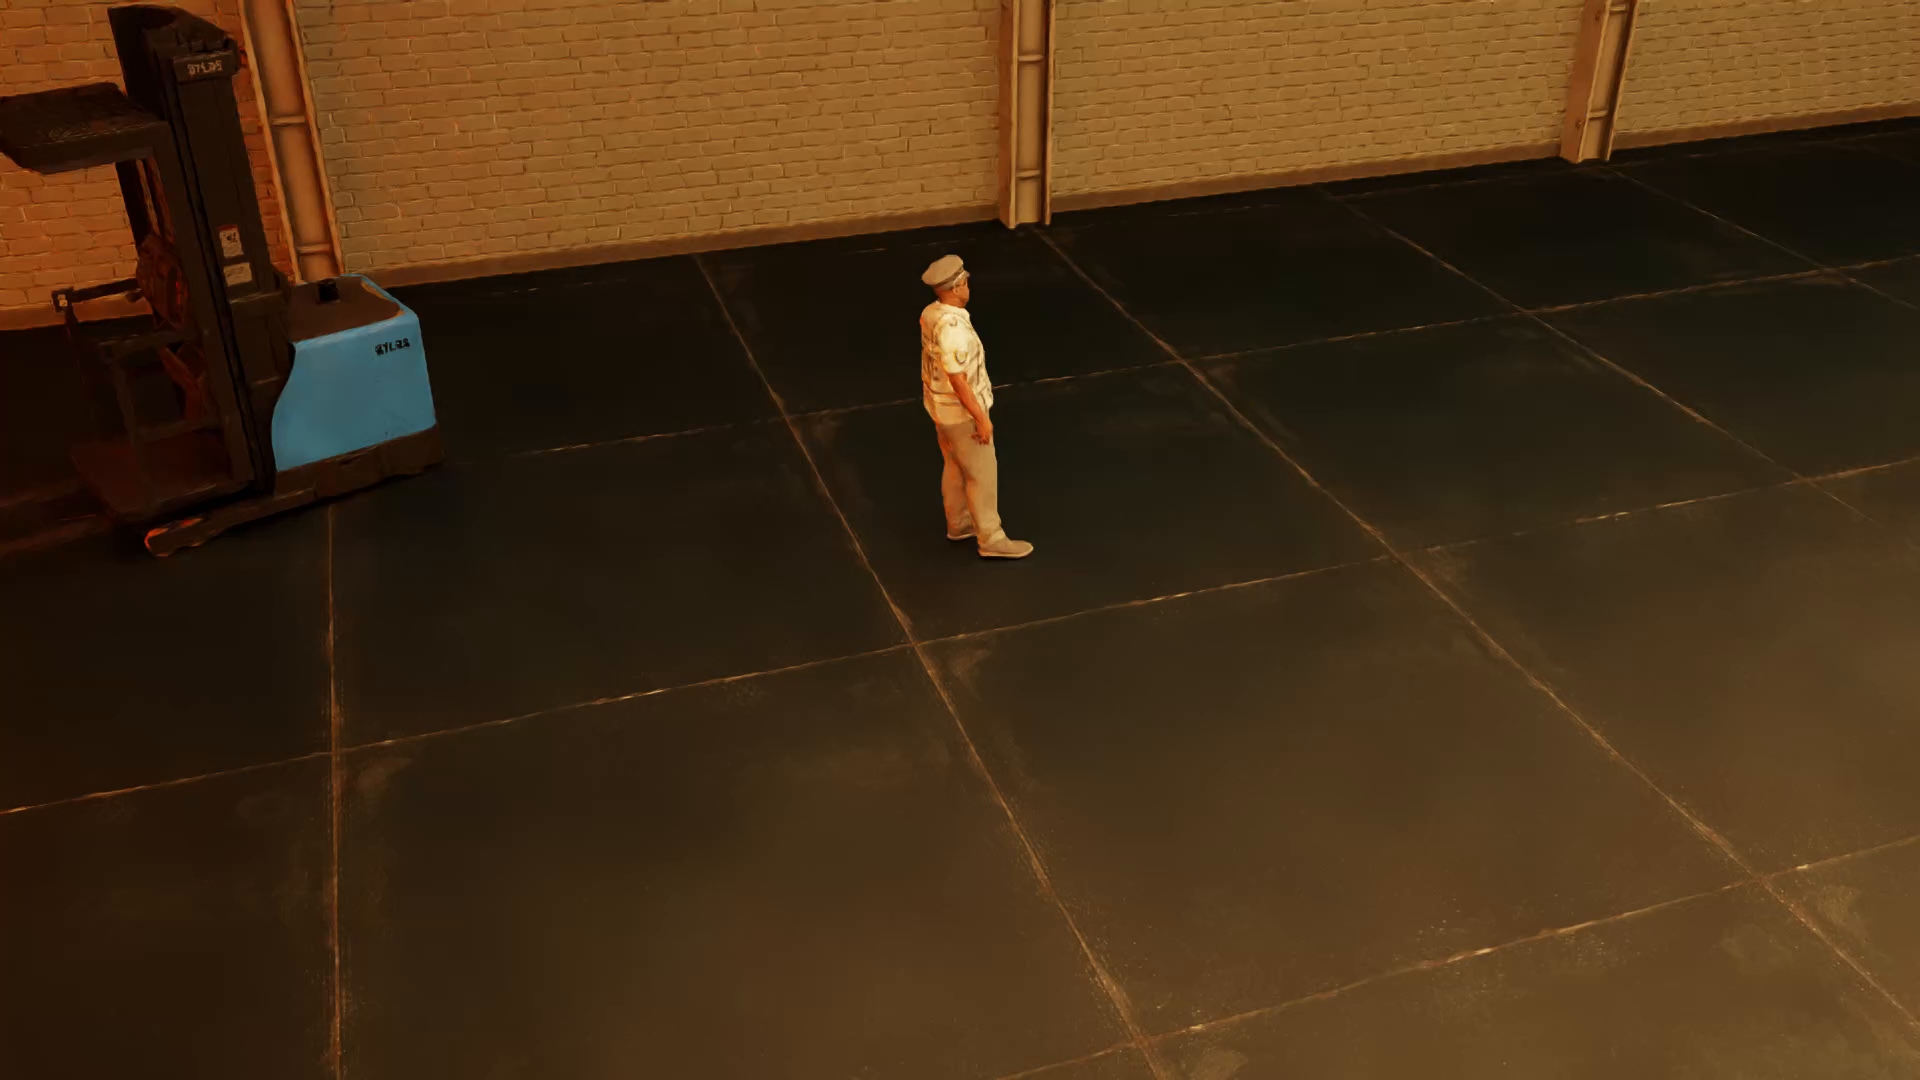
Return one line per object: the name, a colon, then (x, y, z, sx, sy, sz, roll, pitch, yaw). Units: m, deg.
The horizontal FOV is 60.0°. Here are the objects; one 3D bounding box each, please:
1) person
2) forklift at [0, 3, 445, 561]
person: (0.078, -0.786, 9.589, 0.574, 1.781, 0.640, -10, 31, -16)
forklift: (-4.823, -1.471, 9.644, 3.031, 2.935, 1.130, -22, 36, -33)
